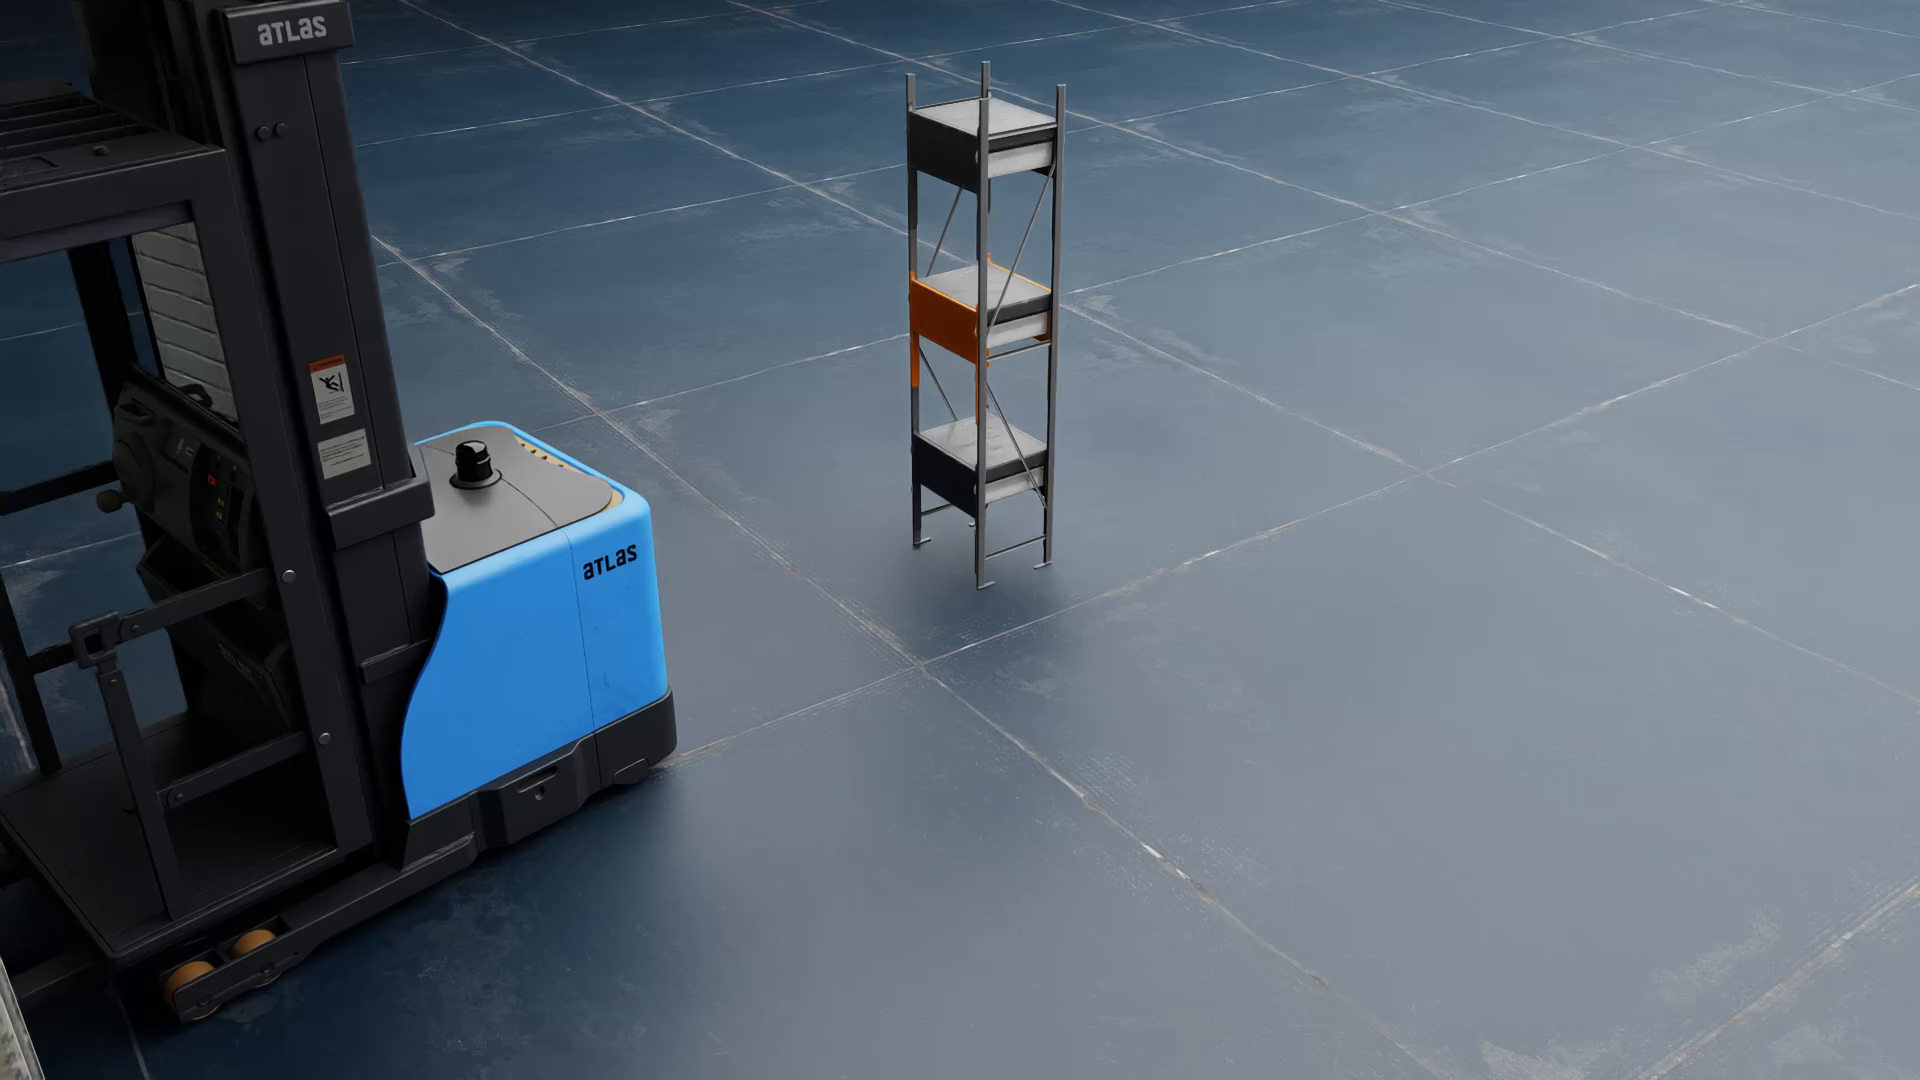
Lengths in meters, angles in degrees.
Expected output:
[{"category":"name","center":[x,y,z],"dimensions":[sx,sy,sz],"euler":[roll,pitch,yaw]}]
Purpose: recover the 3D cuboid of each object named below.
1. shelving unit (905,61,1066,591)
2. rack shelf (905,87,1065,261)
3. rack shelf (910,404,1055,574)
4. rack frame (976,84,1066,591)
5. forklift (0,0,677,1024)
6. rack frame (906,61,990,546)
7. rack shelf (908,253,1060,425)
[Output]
[{"category":"shelving unit","center":[0.096,-0.858,6.932],"dimensions":[0.431,2.100,0.503],"euler":[-19,34,-31]},{"category":"rack shelf","center":[0.096,-1.461,6.604],"dimensions":[0.431,0.518,0.480],"euler":[-19,34,-31]},{"category":"rack shelf","center":[0.096,-0.231,7.272],"dimensions":[0.431,0.518,0.480],"euler":[-19,34,-31]},{"category":"rack frame","center":[0.238,-0.763,6.757],"dimensions":[0.400,2.100,0.015],"euler":[-19,34,-31]},{"category":"forklift","center":[-2.421,-0.145,4.747],"dimensions":[1.130,2.935,3.031],"euler":[25,37,38]},{"category":"rack frame","center":[-0.046,-0.953,7.106],"dimensions":[0.400,2.100,0.015],"euler":[-19,34,-31]},{"category":"rack shelf","center":[0.096,-0.846,6.938],"dimensions":[0.431,0.518,0.480],"euler":[-19,34,-31]}]
